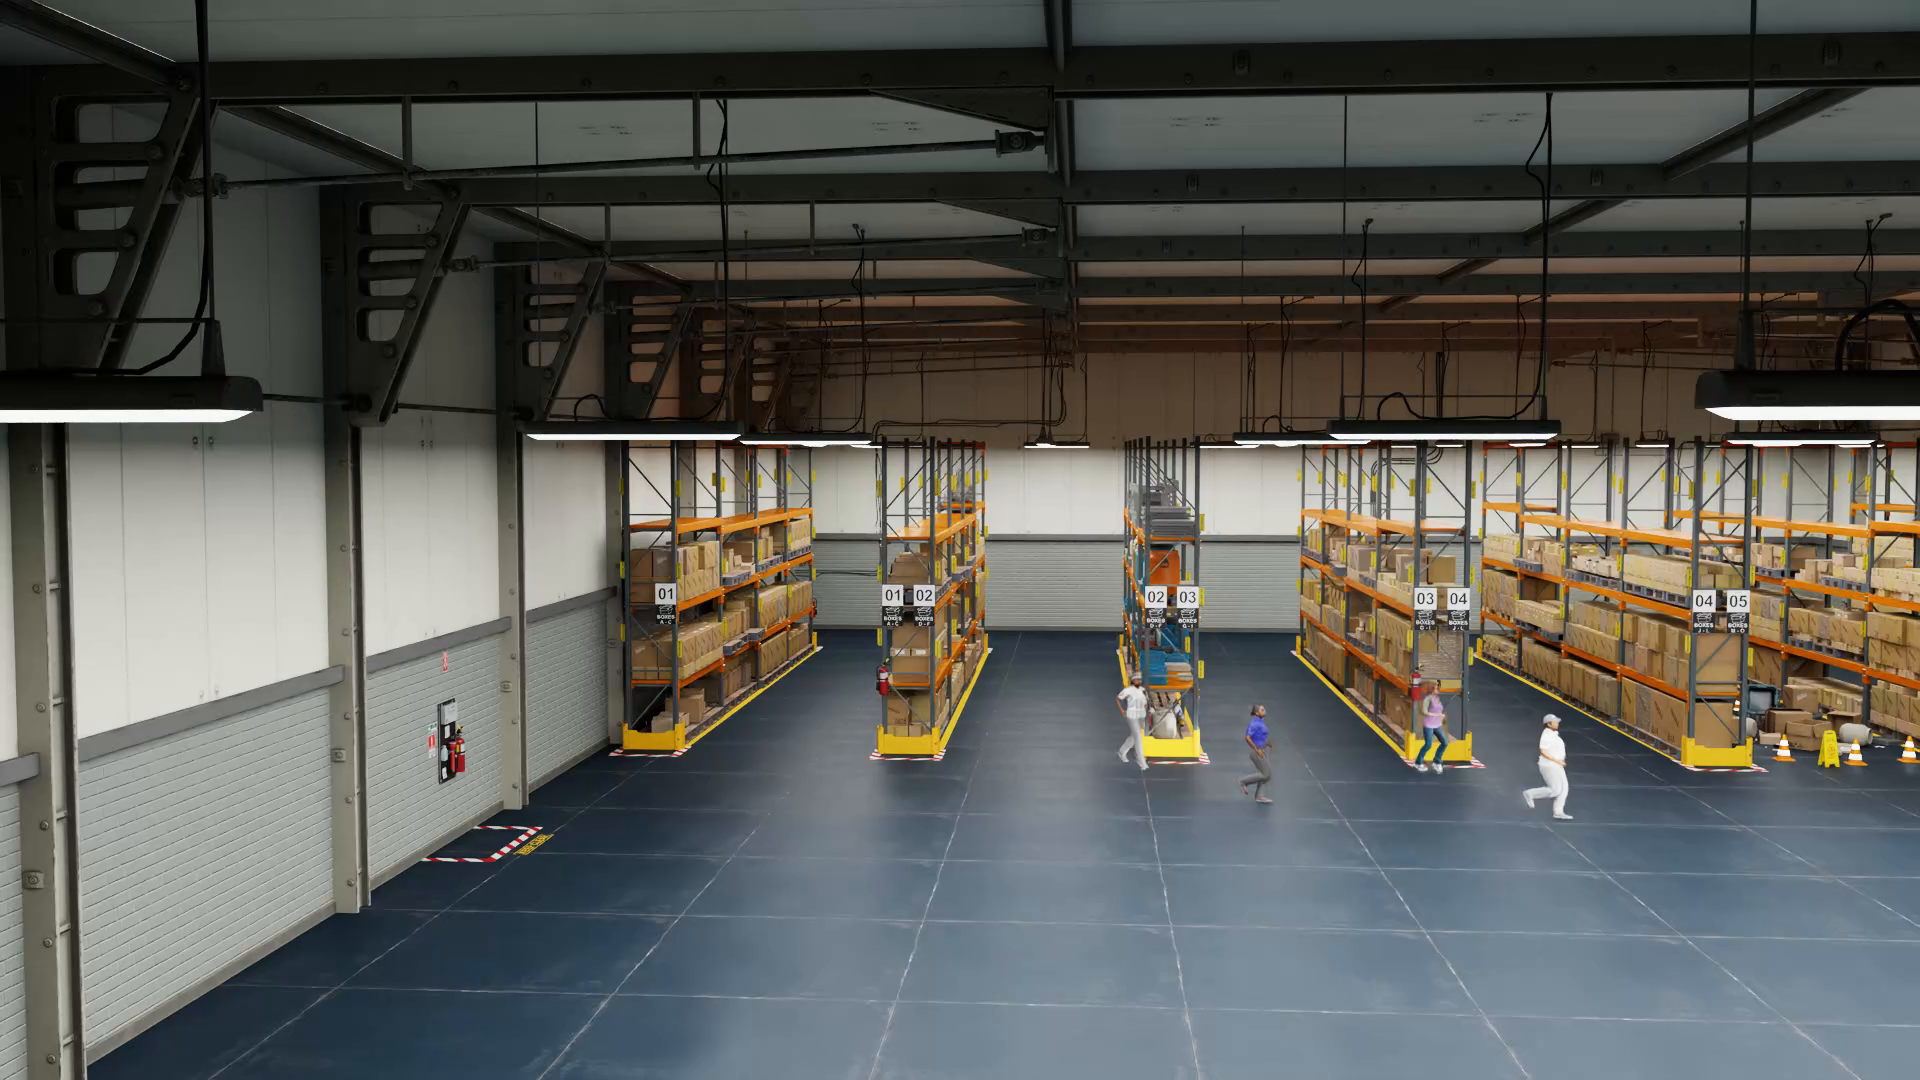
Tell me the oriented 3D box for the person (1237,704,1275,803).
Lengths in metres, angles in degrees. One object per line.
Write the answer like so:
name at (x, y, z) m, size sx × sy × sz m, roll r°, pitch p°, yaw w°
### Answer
person at (4.826, 3.468, 27.083) m, size 0.575 × 1.608 × 0.591 m, roll 1°, pitch 3°, yaw 20°

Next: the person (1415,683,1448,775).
person at (8.400, 3.343, 29.538) m, size 0.542 × 1.618 × 0.595 m, roll -2°, pitch 4°, yaw -38°

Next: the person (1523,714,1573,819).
person at (9.184, 3.522, 25.917) m, size 0.734 × 1.630 × 0.607 m, roll 2°, pitch 3°, yaw 29°

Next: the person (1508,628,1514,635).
person at (15.880, 2.372, 47.554) m, size 0.549 × 1.587 × 0.706 m, roll 3°, pitch 4°, yaw 40°

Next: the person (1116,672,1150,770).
person at (3.206, 3.256, 30.221) m, size 0.629 × 1.731 × 0.866 m, roll -3°, pitch 4°, yaw -40°
